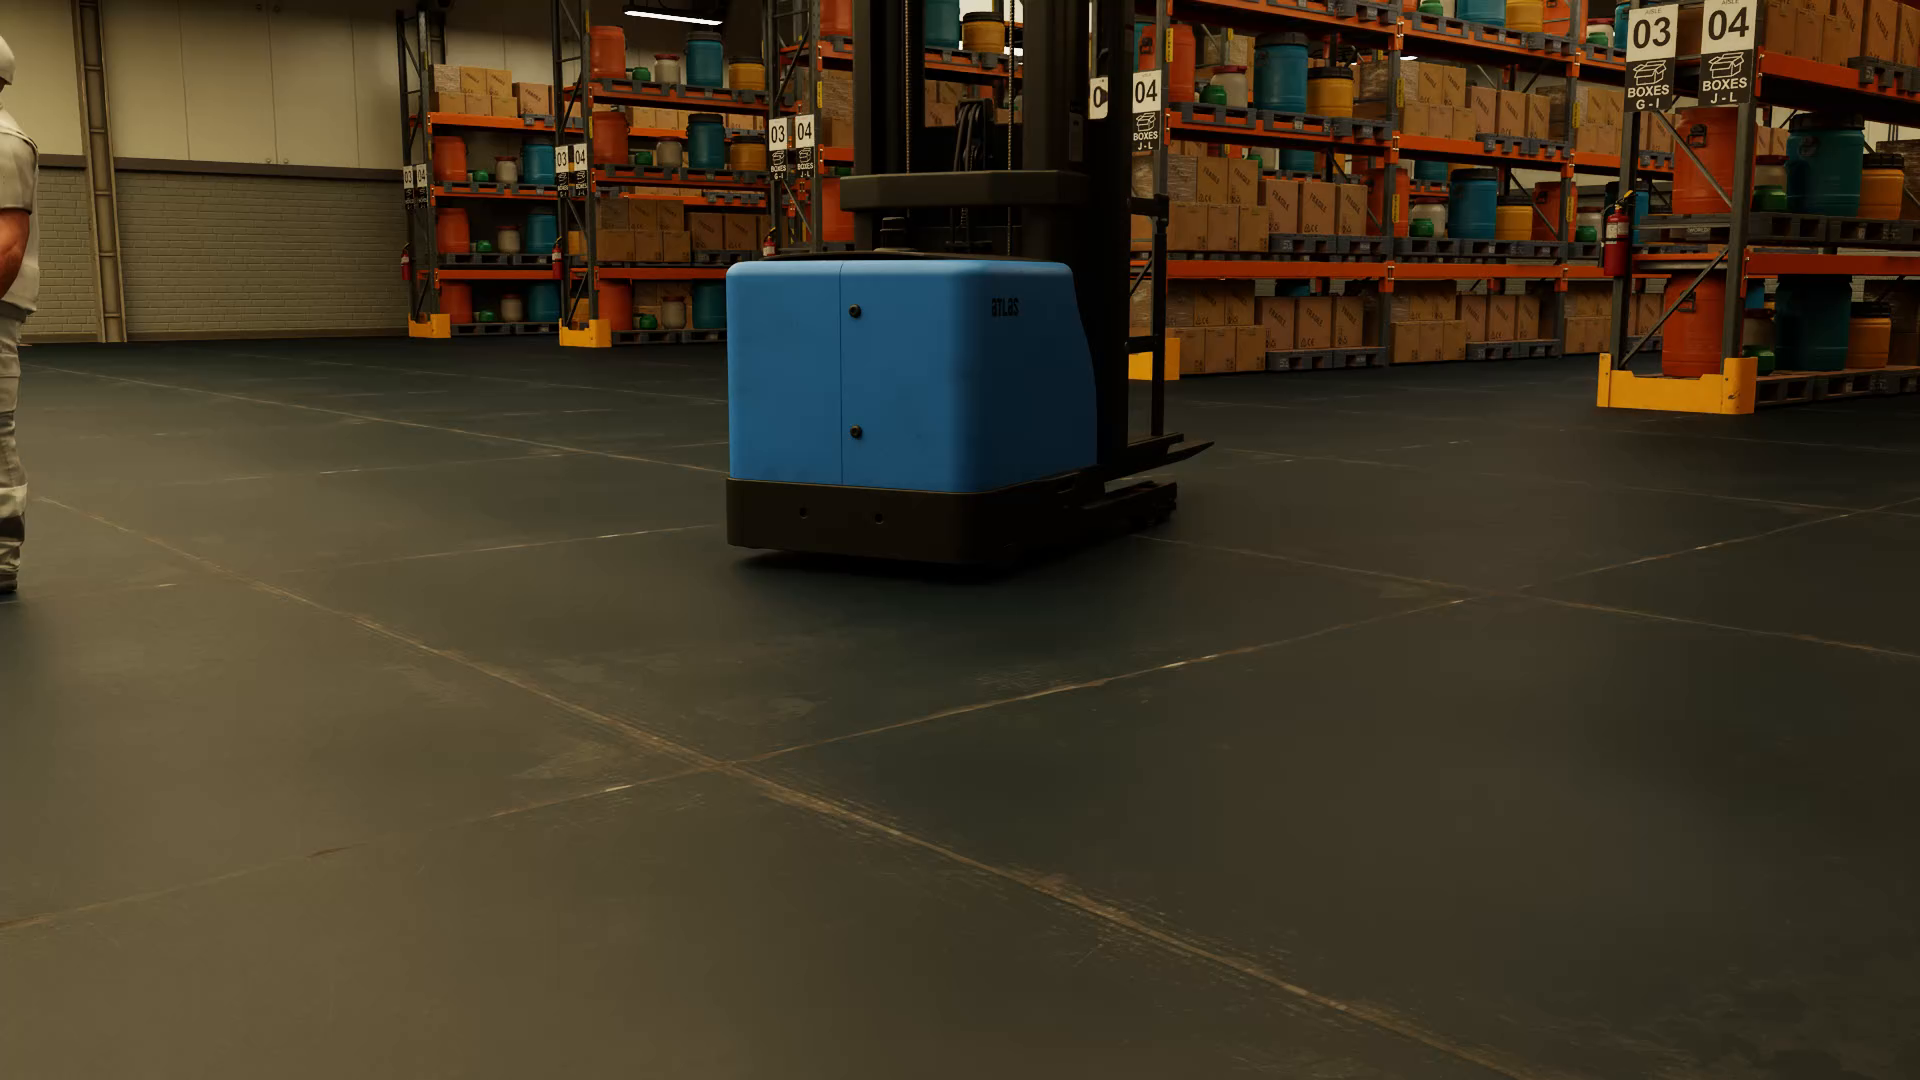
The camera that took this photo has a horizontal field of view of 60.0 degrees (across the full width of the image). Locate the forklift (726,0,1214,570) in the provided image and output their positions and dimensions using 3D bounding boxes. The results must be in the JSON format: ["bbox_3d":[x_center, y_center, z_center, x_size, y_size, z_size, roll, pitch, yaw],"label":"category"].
[{"bbox_3d":[0.275,-1.531,6.852,1.130,2.935,3.031,4,10,26],"label":"forklift"}]

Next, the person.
[{"bbox_3d":[-3.204,-0.714,5.253,0.564,1.788,0.637,-8,12,-41],"label":"person"}]
